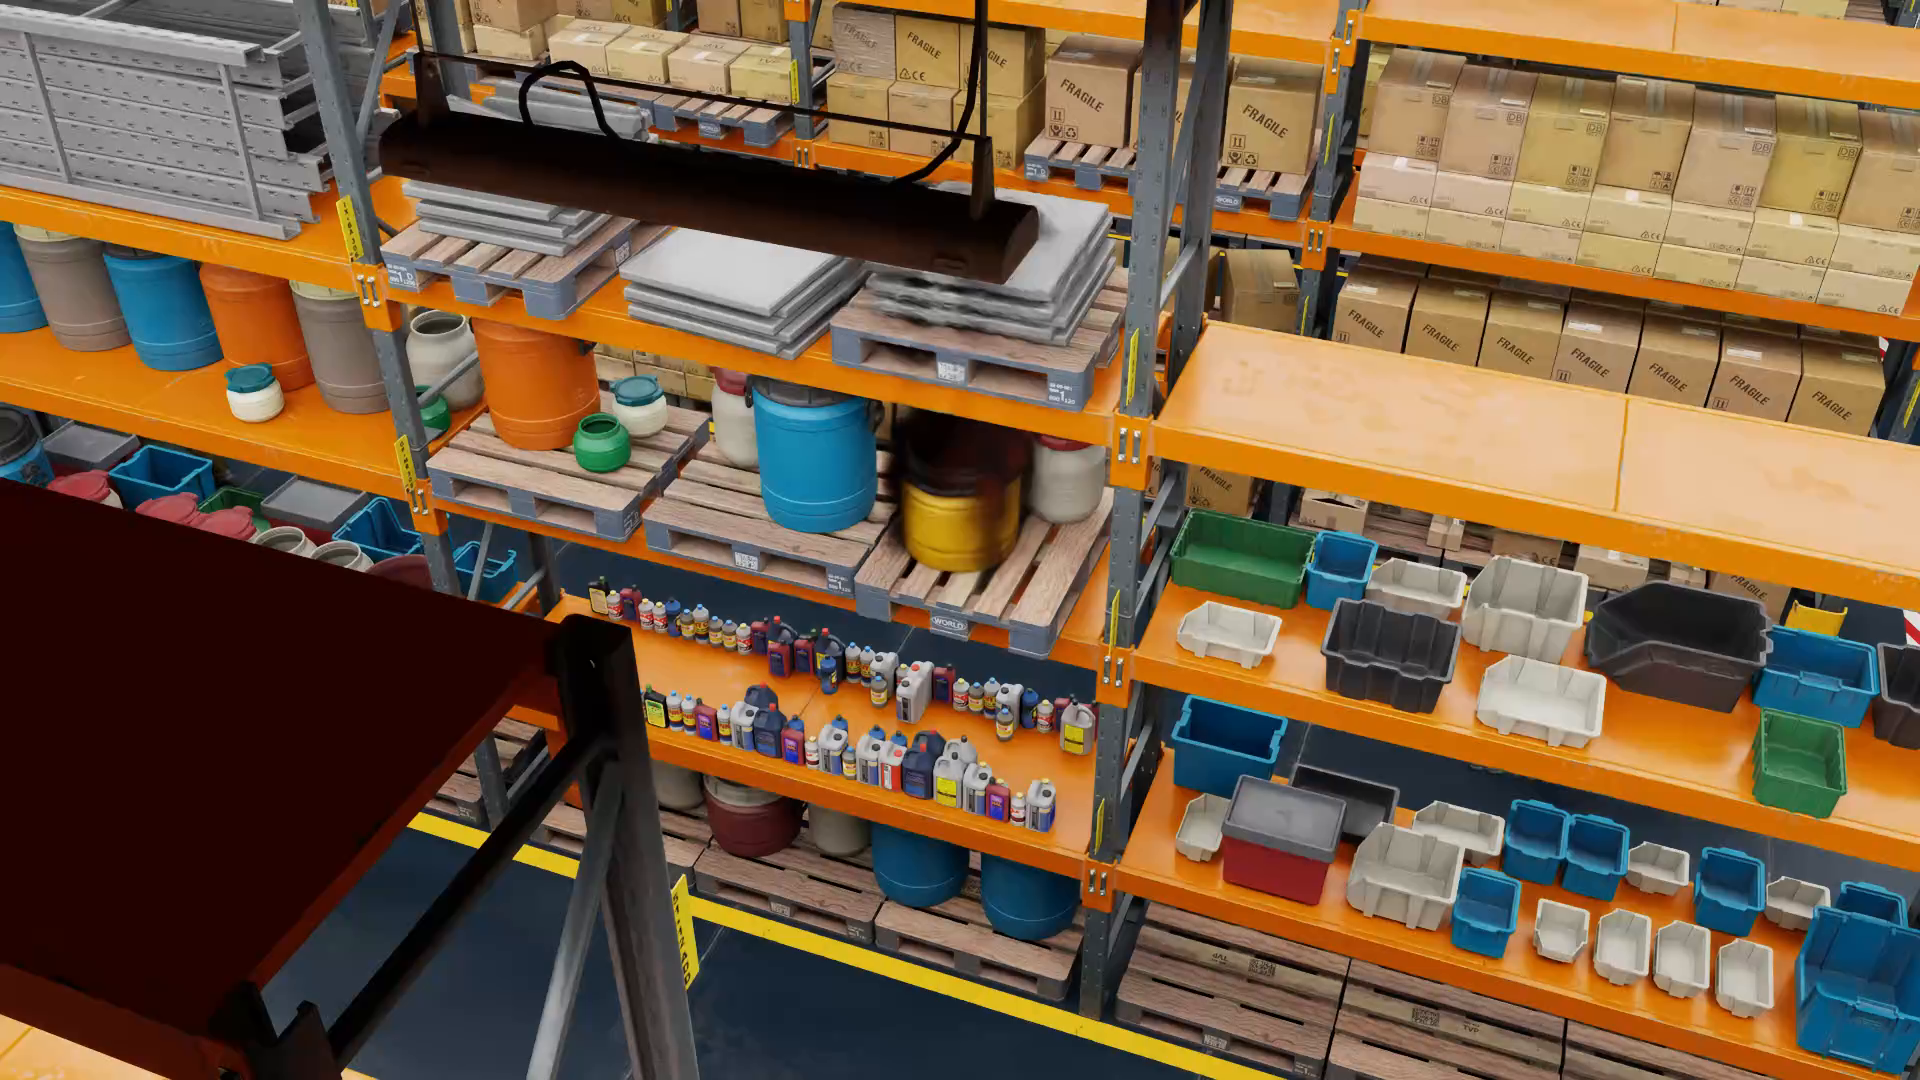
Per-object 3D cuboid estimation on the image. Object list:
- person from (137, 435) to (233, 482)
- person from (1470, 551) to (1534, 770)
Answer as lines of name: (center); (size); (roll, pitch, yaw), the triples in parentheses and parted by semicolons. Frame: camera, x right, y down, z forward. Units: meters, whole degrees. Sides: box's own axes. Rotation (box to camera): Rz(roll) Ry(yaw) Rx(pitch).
person: (-6.610, -1.185, 13.548); (0.983, 1.705, 0.630); (5, 37, 7)
person: (3.611, 0.770, 10.690); (0.979, 1.611, 0.680); (6, 37, 9)
